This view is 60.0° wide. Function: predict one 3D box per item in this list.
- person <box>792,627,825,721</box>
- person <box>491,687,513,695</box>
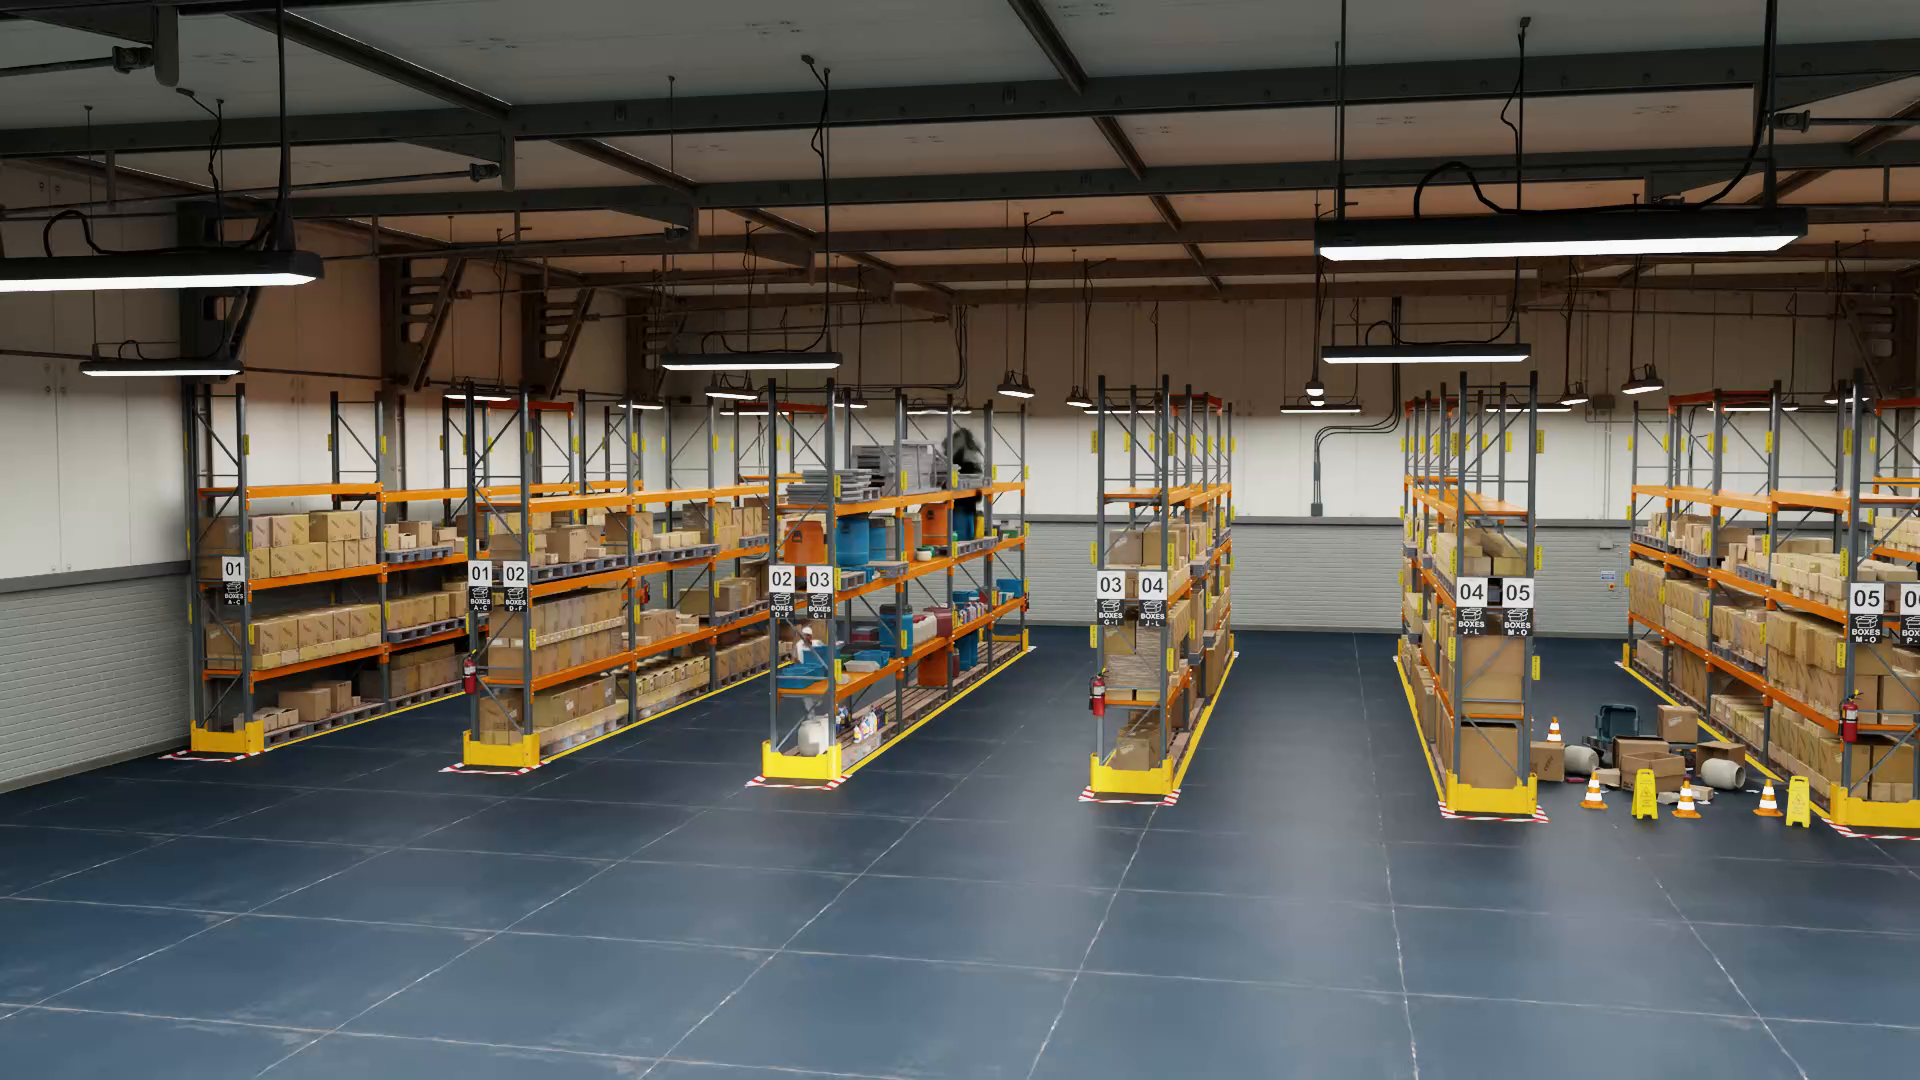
[{"bbox_3d":[-2.696,2.433,30.153,0.709,1.747,0.763,0,3,8],"label":"person"},{"bbox_3d":[-8.005,2.497,29.134,0.595,1.754,0.702,0,3,9],"label":"person"}]
